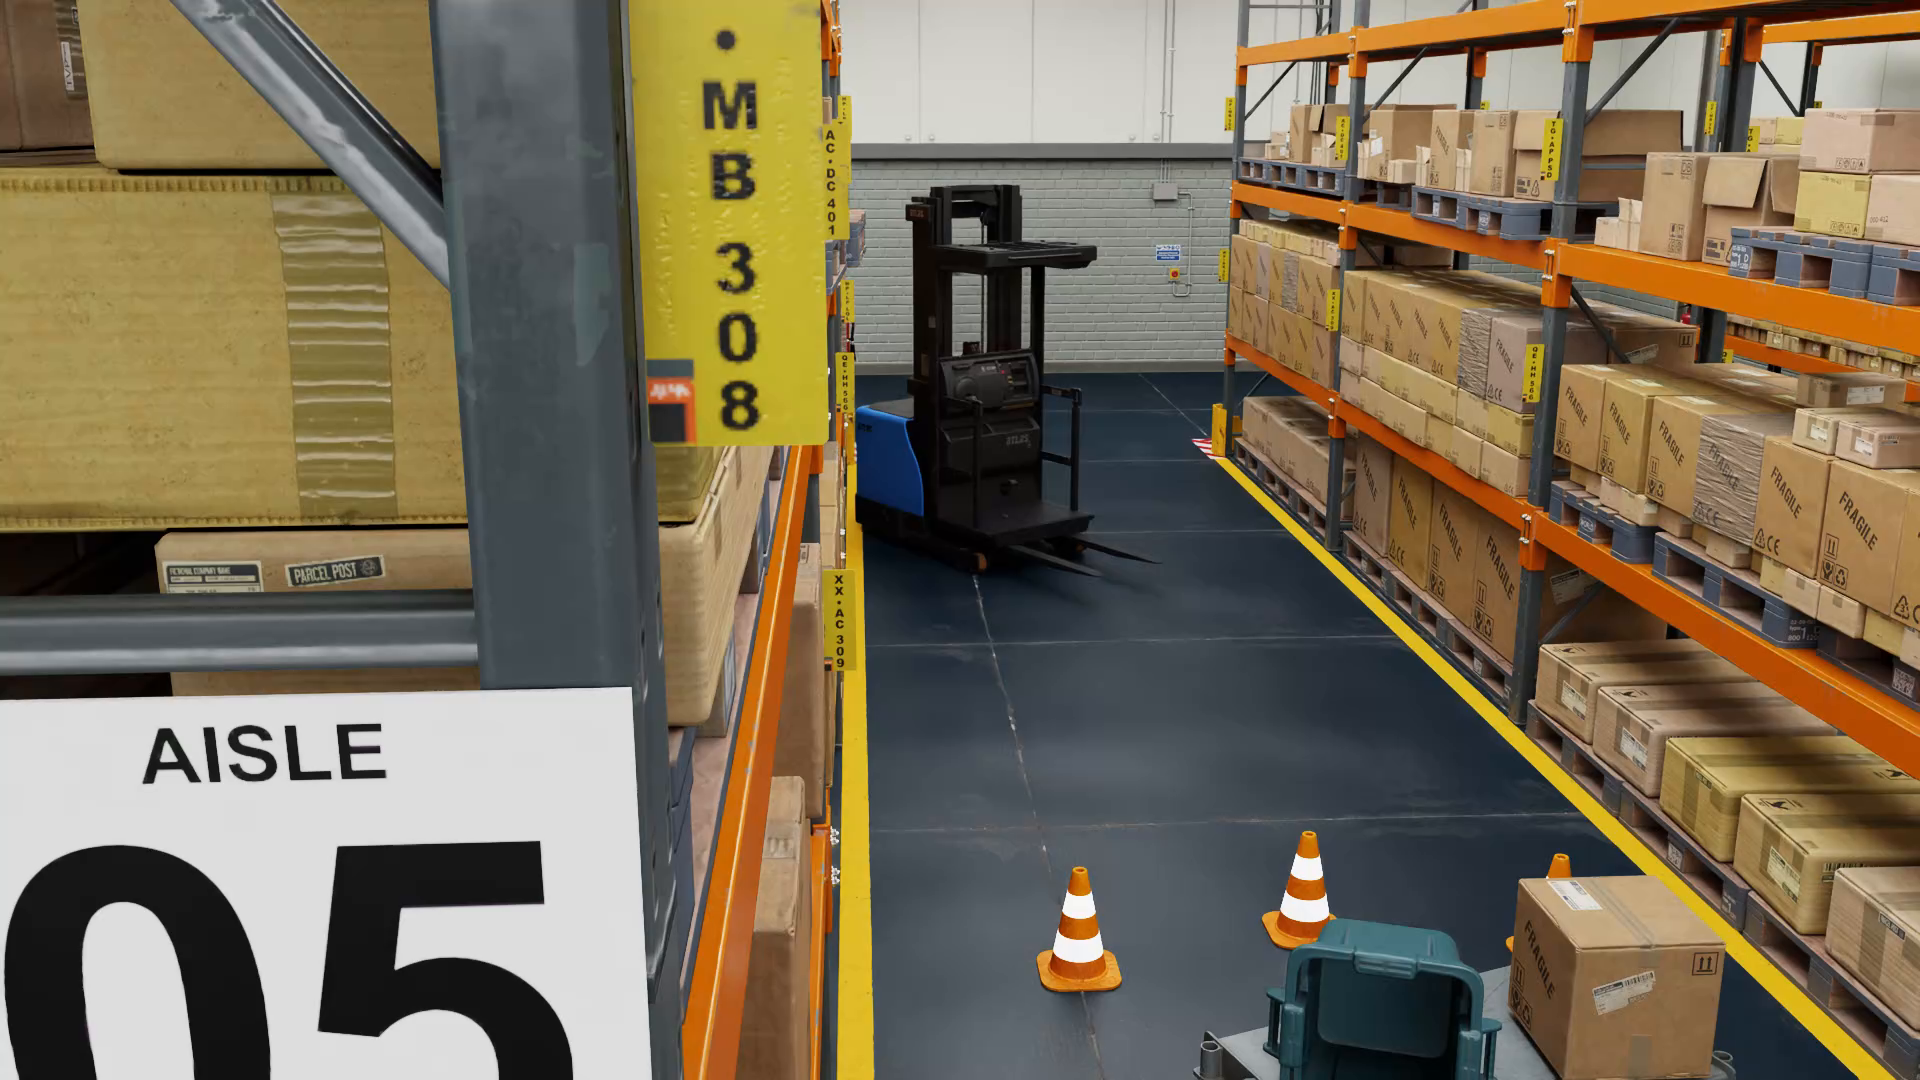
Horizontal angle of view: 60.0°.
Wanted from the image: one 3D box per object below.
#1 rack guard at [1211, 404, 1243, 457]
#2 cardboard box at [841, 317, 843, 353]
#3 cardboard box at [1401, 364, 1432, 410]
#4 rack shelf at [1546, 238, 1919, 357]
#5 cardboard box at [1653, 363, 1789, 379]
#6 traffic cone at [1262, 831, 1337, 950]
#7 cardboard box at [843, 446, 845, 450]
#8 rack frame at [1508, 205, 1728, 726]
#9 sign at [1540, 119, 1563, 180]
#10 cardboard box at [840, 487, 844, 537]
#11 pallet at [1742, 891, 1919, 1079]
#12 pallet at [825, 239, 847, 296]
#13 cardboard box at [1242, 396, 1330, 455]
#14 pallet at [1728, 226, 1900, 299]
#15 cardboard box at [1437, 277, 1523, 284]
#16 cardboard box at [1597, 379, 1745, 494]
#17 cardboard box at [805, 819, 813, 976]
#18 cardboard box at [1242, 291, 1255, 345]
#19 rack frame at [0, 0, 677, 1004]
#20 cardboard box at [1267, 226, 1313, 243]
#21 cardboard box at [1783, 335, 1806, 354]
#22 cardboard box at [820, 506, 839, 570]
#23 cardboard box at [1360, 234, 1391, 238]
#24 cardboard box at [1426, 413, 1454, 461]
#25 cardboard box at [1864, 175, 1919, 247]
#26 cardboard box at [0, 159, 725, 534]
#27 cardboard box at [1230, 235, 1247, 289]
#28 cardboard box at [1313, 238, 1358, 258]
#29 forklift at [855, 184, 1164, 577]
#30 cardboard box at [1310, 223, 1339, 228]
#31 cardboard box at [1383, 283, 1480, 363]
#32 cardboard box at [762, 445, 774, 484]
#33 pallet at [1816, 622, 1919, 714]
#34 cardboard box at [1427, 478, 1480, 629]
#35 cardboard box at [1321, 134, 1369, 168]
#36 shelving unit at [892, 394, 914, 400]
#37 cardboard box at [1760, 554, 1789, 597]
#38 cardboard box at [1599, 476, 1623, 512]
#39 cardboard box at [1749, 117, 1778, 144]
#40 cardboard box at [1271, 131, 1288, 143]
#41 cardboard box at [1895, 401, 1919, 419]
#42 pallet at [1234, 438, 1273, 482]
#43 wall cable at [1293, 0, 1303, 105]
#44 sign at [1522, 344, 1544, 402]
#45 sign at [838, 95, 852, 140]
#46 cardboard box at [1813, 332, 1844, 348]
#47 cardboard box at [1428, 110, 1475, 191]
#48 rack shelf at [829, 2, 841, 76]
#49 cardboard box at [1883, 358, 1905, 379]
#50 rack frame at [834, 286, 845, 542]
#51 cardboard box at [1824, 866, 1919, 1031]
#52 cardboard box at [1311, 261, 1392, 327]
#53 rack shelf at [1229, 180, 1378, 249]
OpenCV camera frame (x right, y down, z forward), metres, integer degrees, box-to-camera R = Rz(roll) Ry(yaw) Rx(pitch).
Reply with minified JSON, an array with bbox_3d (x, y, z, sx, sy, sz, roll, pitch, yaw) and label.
[{"bbox_3d":[3.263,-1.166,17.554,1.175,0.500,0.348,-1,14,-3],"label":"rack guard"},{"bbox_3d":[-1.201,-1.593,13.402,0.500,0.500,0.500,-1,14,-4],"label":"cardboard box"},{"bbox_3d":[3.357,-1.050,11.386,0.500,0.250,0.500,-1,14,-5],"label":"cardboard box"},{"bbox_3d":[3.885,-0.988,7.269,1.077,0.370,4.000,-1,14,-3],"label":"rack shelf"},{"bbox_3d":[4.066,-0.668,8.961,0.500,0.500,0.500,-1,14,-5],"label":"cardboard box"},{"bbox_3d":[1.518,1.499,7.271,0.336,0.463,0.334,-1,14,-3],"label":"traffic cone"},{"bbox_3d":[-1.273,-0.851,15.595,0.380,0.149,0.250,-1,14,-3],"label":"cardboard box"},{"bbox_3d":[3.761,-0.381,9.486,1.000,3.000,0.127,-1,14,-3],"label":"rack frame"},{"bbox_3d":[3.206,-2.116,9.013,0.100,0.325,0.005,-1,14,-3],"label":"sign"},{"bbox_3d":[-1.058,-0.189,11.411,0.500,0.250,0.500,-2,15,-6],"label":"cardboard box"},{"bbox_3d":[3.959,1.771,6.720,1.003,0.211,1.213,-1,14,-3],"label":"pallet"},{"bbox_3d":[-1.009,-1.203,7.041,1.003,0.211,1.213,0,14,-1],"label":"pallet"},{"bbox_3d":[3.406,-1.170,16.854,0.875,0.438,0.875,-1,14,-5],"label":"cardboard box"},{"bbox_3d":[4.009,-1.161,6.875,1.213,0.211,1.003,-1,14,-3],"label":"pallet"},{"bbox_3d":[3.831,-1.672,12.299,0.500,0.500,0.500,-1,14,-2],"label":"cardboard box"},{"bbox_3d":[3.597,-0.532,8.432,0.500,0.500,0.500,0,14,-1],"label":"cardboard box"},{"bbox_3d":[-0.834,0.871,4.320,0.875,0.550,0.550,-1,14,-3],"label":"cardboard box"},{"bbox_3d":[3.067,-2.169,16.238,0.500,0.500,0.500,-1,14,-4],"label":"cardboard box"},{"bbox_3d":[-0.678,-1.195,0.611,1.000,3.000,0.127,-1,14,-3],"label":"rack frame"},{"bbox_3d":[3.103,-2.864,15.630,0.380,0.149,0.250,-1,14,-3],"label":"cardboard box"},{"bbox_3d":[8.032,-1.854,15.716,0.380,0.149,0.250,-1,14,-2],"label":"cardboard box"},{"bbox_3d":[-0.781,0.156,7.199,0.500,0.500,0.500,-1,14,-3],"label":"cardboard box"},{"bbox_3d":[3.623,-2.622,14.687,0.380,0.149,0.250,-1,14,-4],"label":"cardboard box"},{"bbox_3d":[3.408,-0.682,10.959,0.500,0.250,0.500,-1,14,-4],"label":"cardboard box"},{"bbox_3d":[3.801,-1.238,6.258,0.500,0.250,0.500,-1,14,-3],"label":"cardboard box"},{"bbox_3d":[-0.452,-0.189,1.384,0.500,0.250,0.500,-1,14,-4],"label":"cardboard box"},{"bbox_3d":[3.010,-2.779,16.601,0.500,0.500,0.500,-1,14,-5],"label":"cardboard box"},{"bbox_3d":[3.229,-2.486,14.160,0.380,0.149,0.250,-1,14,-4],"label":"cardboard box"},{"bbox_3d":[0.371,-1.293,13.171,1.130,2.935,3.031,-10,18,-35],"label":"forklift"},{"bbox_3d":[3.627,-3.005,16.178,0.380,0.149,0.250,-1,14,-4],"label":"cardboard box"},{"bbox_3d":[3.341,-1.543,11.798,0.500,0.500,0.500,-1,14,-5],"label":"cardboard box"},{"bbox_3d":[-0.427,-0.151,2.035,0.380,0.149,0.250,-1,14,-3],"label":"cardboard box"},{"bbox_3d":[4.106,0.515,6.391,1.003,0.211,1.213,-1,14,-3],"label":"pallet"},{"bbox_3d":[3.750,0.050,11.233,0.875,0.875,0.875,-1,14,-3],"label":"cardboard box"},{"bbox_3d":[3.154,-3.169,13.529,0.396,0.266,0.258,0,14,-2],"label":"cardboard box"},{"bbox_3d":[-0.461,-0.769,14.875,0.215,1.050,0.252,2,12,13],"label":"shelving unit"},{"bbox_3d":[3.652,0.155,7.066,0.380,0.149,0.250,-1,14,-3],"label":"cardboard box"},{"bbox_3d":[3.550,-0.239,8.597,0.380,0.149,0.250,-2,15,-7],"label":"cardboard box"},{"bbox_3d":[8.008,-3.973,16.129,0.500,0.250,0.500,-1,14,-4],"label":"cardboard box"},{"bbox_3d":[3.383,-3.892,16.369,0.500,0.250,0.500,-2,15,-9],"label":"cardboard box"},{"bbox_3d":[4.162,-0.487,6.957,0.380,0.149,0.250,0,14,0],"label":"cardboard box"},{"bbox_3d":[3.393,-0.822,16.798,1.003,0.211,1.213,-1,14,-3],"label":"pallet"},{"bbox_3d":[3.382,-6.697,21.995,2.355,3.000,0.029,-1,14,-3],"label":"wall cable"},{"bbox_3d":[3.207,-0.932,9.305,0.100,0.325,0.005,-1,14,-3],"label":"sign"},{"bbox_3d":[-0.868,-3.177,12.507,0.100,0.325,0.005,-1,14,-3],"label":"sign"},{"bbox_3d":[8.128,-1.896,15.079,0.500,0.250,0.500,-1,14,-4],"label":"cardboard box"},{"bbox_3d":[3.362,-2.519,10.734,0.500,0.500,0.500,-1,14,-3],"label":"cardboard box"},{"bbox_3d":[-1.298,-3.140,10.416,1.077,0.370,4.000,-1,14,-3],"label":"rack shelf"},{"bbox_3d":[8.157,-1.471,14.229,0.380,0.149,0.250,0,14,-2],"label":"cardboard box"},{"bbox_3d":[-1.421,-1.274,12.958,1.000,3.000,0.127,-1,14,-3],"label":"rack frame"},{"bbox_3d":[3.973,1.553,6.402,0.950,0.372,0.625,-1,14,-3],"label":"cardboard box"},{"bbox_3d":[3.208,-2.021,13.655,0.500,0.500,0.500,-1,14,-4],"label":"cardboard box"},{"bbox_3d":[3.389,-2.977,15.001,1.077,0.370,4.000,-1,14,-3],"label":"rack shelf"}]
